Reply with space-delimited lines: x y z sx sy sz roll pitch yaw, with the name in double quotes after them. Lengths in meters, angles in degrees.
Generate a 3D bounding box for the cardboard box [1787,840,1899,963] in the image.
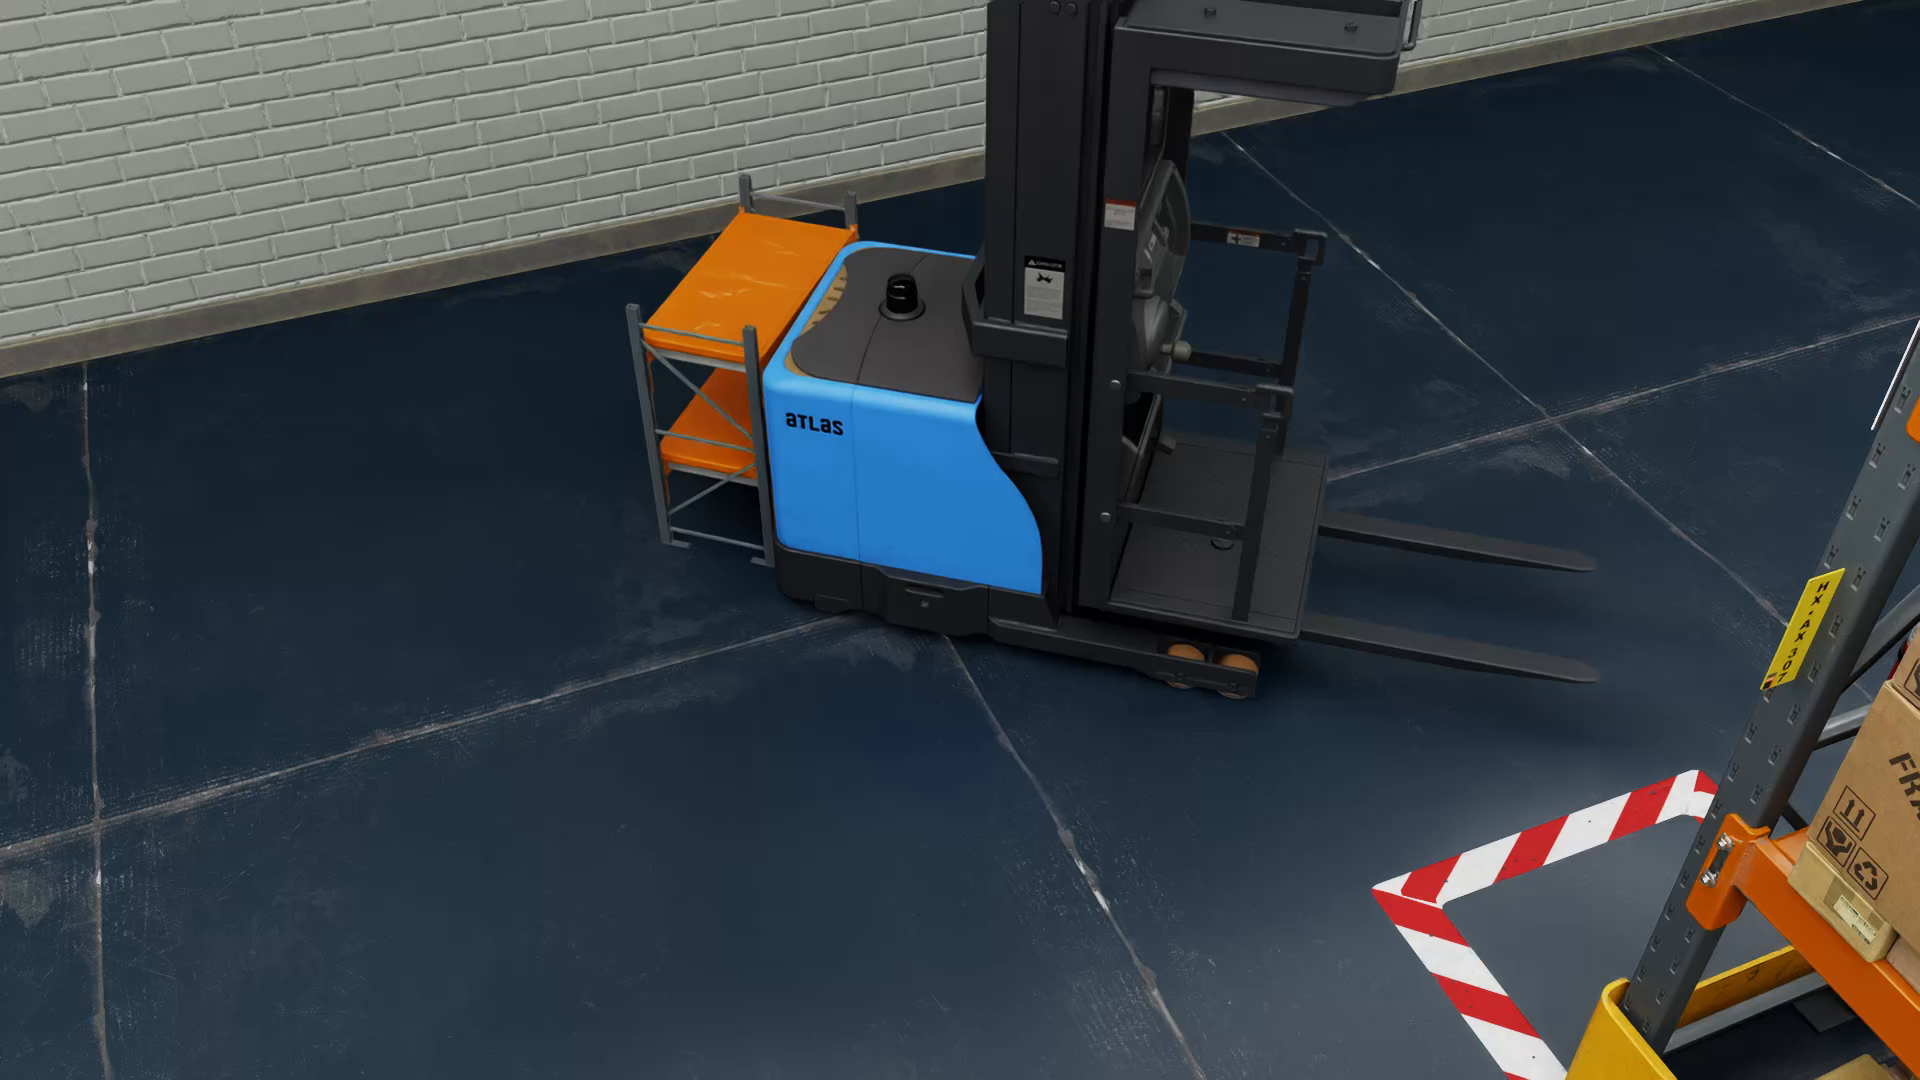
2.126 0.759 3.760 0.380 0.149 0.250 -15 43 -17 "cardboard box"

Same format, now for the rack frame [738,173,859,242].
-0.656 -1.004 7.055 0.500 1.125 0.032 12 42 13 "rack frame"

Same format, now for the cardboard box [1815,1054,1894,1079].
2.192 1.483 4.133 0.380 0.149 0.250 -17 44 -19 "cardboard box"

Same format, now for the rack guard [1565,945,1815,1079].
2.334 1.380 4.761 1.175 0.500 0.348 -15 43 -17 "rack guard"

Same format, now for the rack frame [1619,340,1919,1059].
2.305 0.387 4.000 1.000 3.000 0.127 -15 43 -17 "rack frame"

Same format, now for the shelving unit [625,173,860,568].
-0.811 -0.689 6.688 0.538 1.125 1.048 12 42 13 "shelving unit"

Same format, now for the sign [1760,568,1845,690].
1.804 0.194 3.560 0.100 0.325 0.005 -15 43 -17 "sign"

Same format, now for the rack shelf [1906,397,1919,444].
3.070 0.727 1.855 1.077 0.370 4.000 -15 43 -17 "rack shelf"

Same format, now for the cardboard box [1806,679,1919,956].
2.222 0.575 3.475 0.500 0.500 0.500 -13 42 -15 "cardboard box"

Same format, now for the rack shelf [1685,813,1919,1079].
3.070 1.864 2.833 1.077 0.370 4.000 -15 43 -17 "rack shelf"

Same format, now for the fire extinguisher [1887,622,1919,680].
2.635 0.291 4.457 0.296 0.674 0.183 -15 43 -17 "fire extinguisher"

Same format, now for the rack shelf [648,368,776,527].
-0.811 -0.503 6.848 0.538 0.278 1.000 12 42 13 "rack shelf"

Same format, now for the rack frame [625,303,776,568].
-0.966 -0.373 6.321 0.500 1.125 0.032 12 42 13 "rack frame"

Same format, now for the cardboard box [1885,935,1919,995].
2.262 0.902 3.593 0.380 0.149 0.250 -14 43 -15 "cardboard box"

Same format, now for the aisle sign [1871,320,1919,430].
2.000 -0.568 3.116 0.394 0.787 0.004 -15 43 -17 "aisle sign"

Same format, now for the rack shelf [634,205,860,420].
-0.811 -0.911 6.497 0.538 0.278 1.000 12 42 13 "rack shelf"

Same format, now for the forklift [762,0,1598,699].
0.866 -0.919 5.570 3.031 2.935 1.130 10 42 12 "forklift"

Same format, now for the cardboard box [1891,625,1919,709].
2.232 0.194 3.153 0.500 0.500 0.500 -15 43 -17 "cardboard box"
